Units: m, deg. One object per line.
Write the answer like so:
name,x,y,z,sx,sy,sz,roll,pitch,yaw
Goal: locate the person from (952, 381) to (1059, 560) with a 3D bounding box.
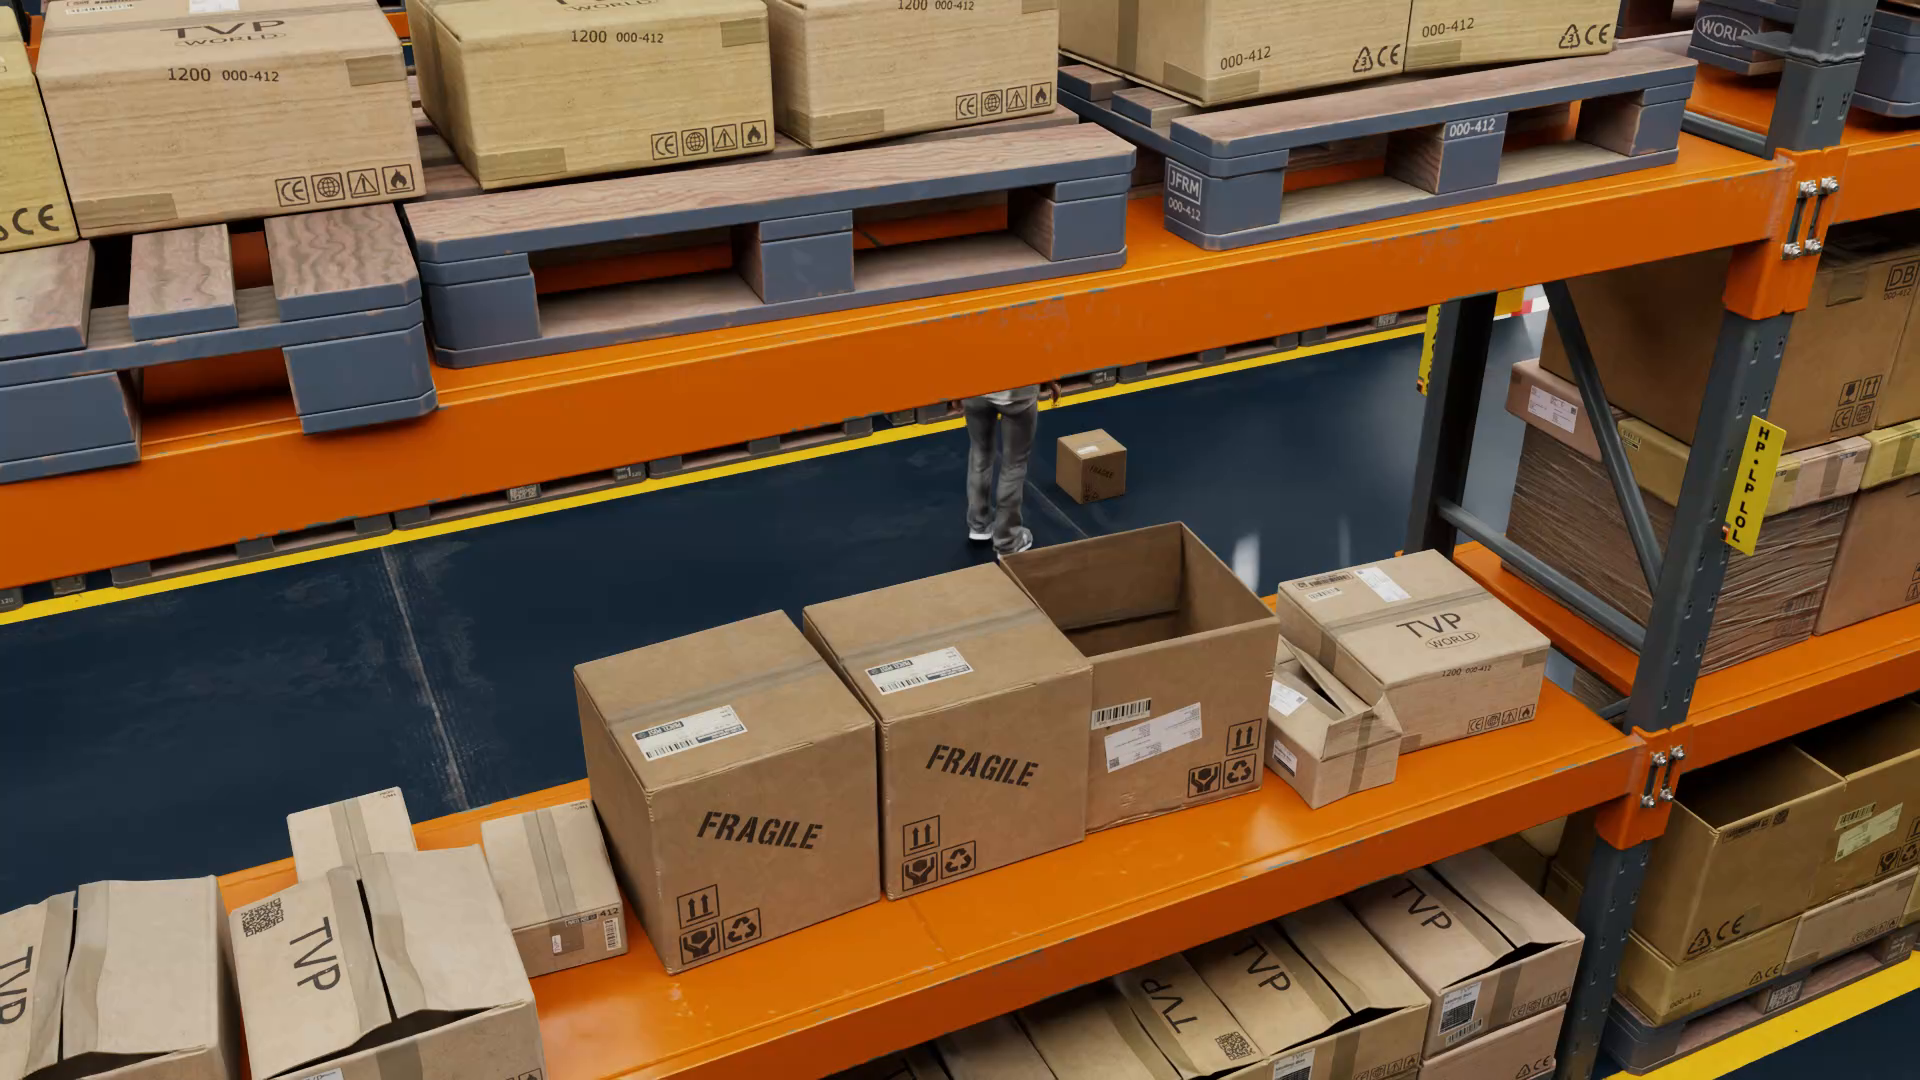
person,0.194,-0.649,7.278,0.457,1.643,0.411,12,32,20
